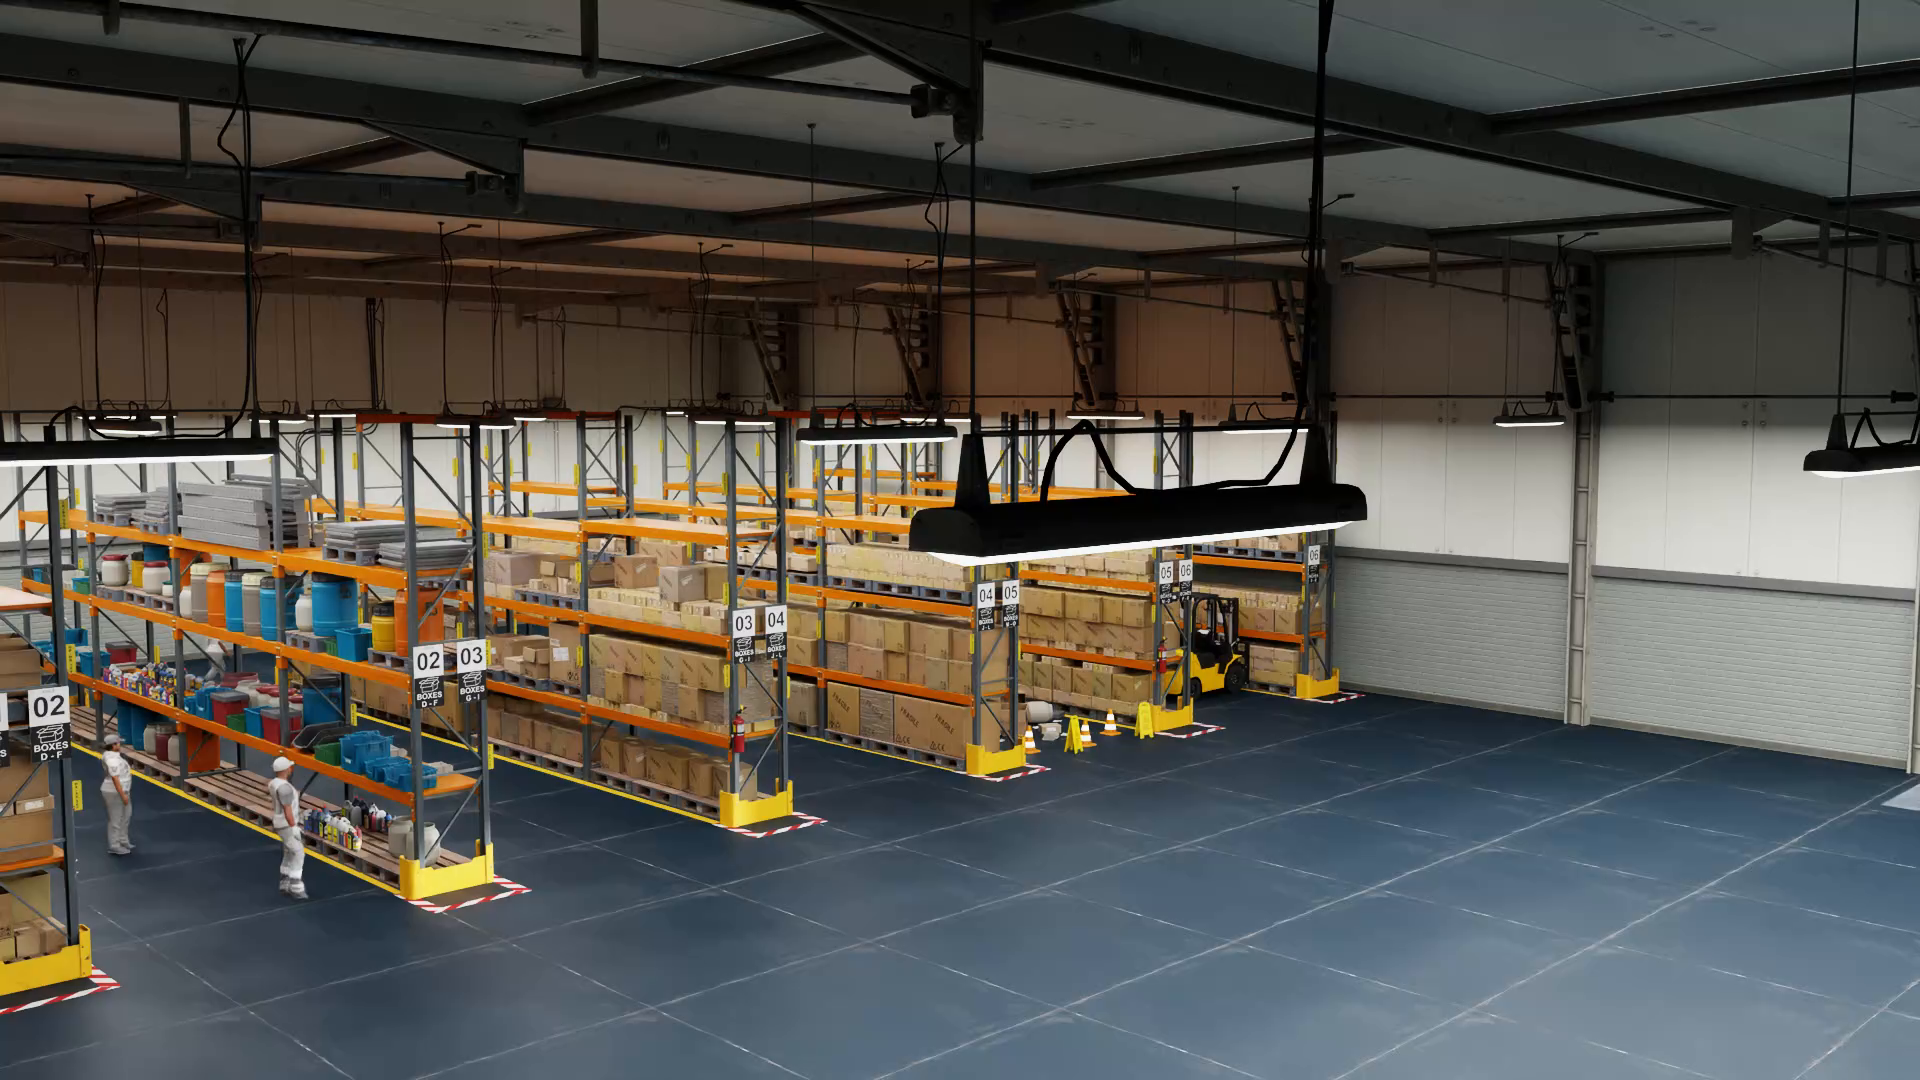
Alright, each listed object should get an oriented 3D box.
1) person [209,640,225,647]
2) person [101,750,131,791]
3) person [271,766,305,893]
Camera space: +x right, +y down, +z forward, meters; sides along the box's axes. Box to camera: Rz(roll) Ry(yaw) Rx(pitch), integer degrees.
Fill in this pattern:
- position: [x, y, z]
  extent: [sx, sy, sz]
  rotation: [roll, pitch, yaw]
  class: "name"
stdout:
- position: [-15.943, 2.010, 35.691]
  extent: [0.391, 0.831, 0.365]
  rotation: [3, 6, 33]
  class: "person"
- position: [-11.686, 3.187, 23.016]
  extent: [0.393, 0.582, 0.517]
  rotation: [-1, 5, -14]
  class: "person"
- position: [-8.515, 3.618, 21.054]
  extent: [0.406, 1.680, 0.518]
  rotation: [-2, 5, -18]
  class: "person"
